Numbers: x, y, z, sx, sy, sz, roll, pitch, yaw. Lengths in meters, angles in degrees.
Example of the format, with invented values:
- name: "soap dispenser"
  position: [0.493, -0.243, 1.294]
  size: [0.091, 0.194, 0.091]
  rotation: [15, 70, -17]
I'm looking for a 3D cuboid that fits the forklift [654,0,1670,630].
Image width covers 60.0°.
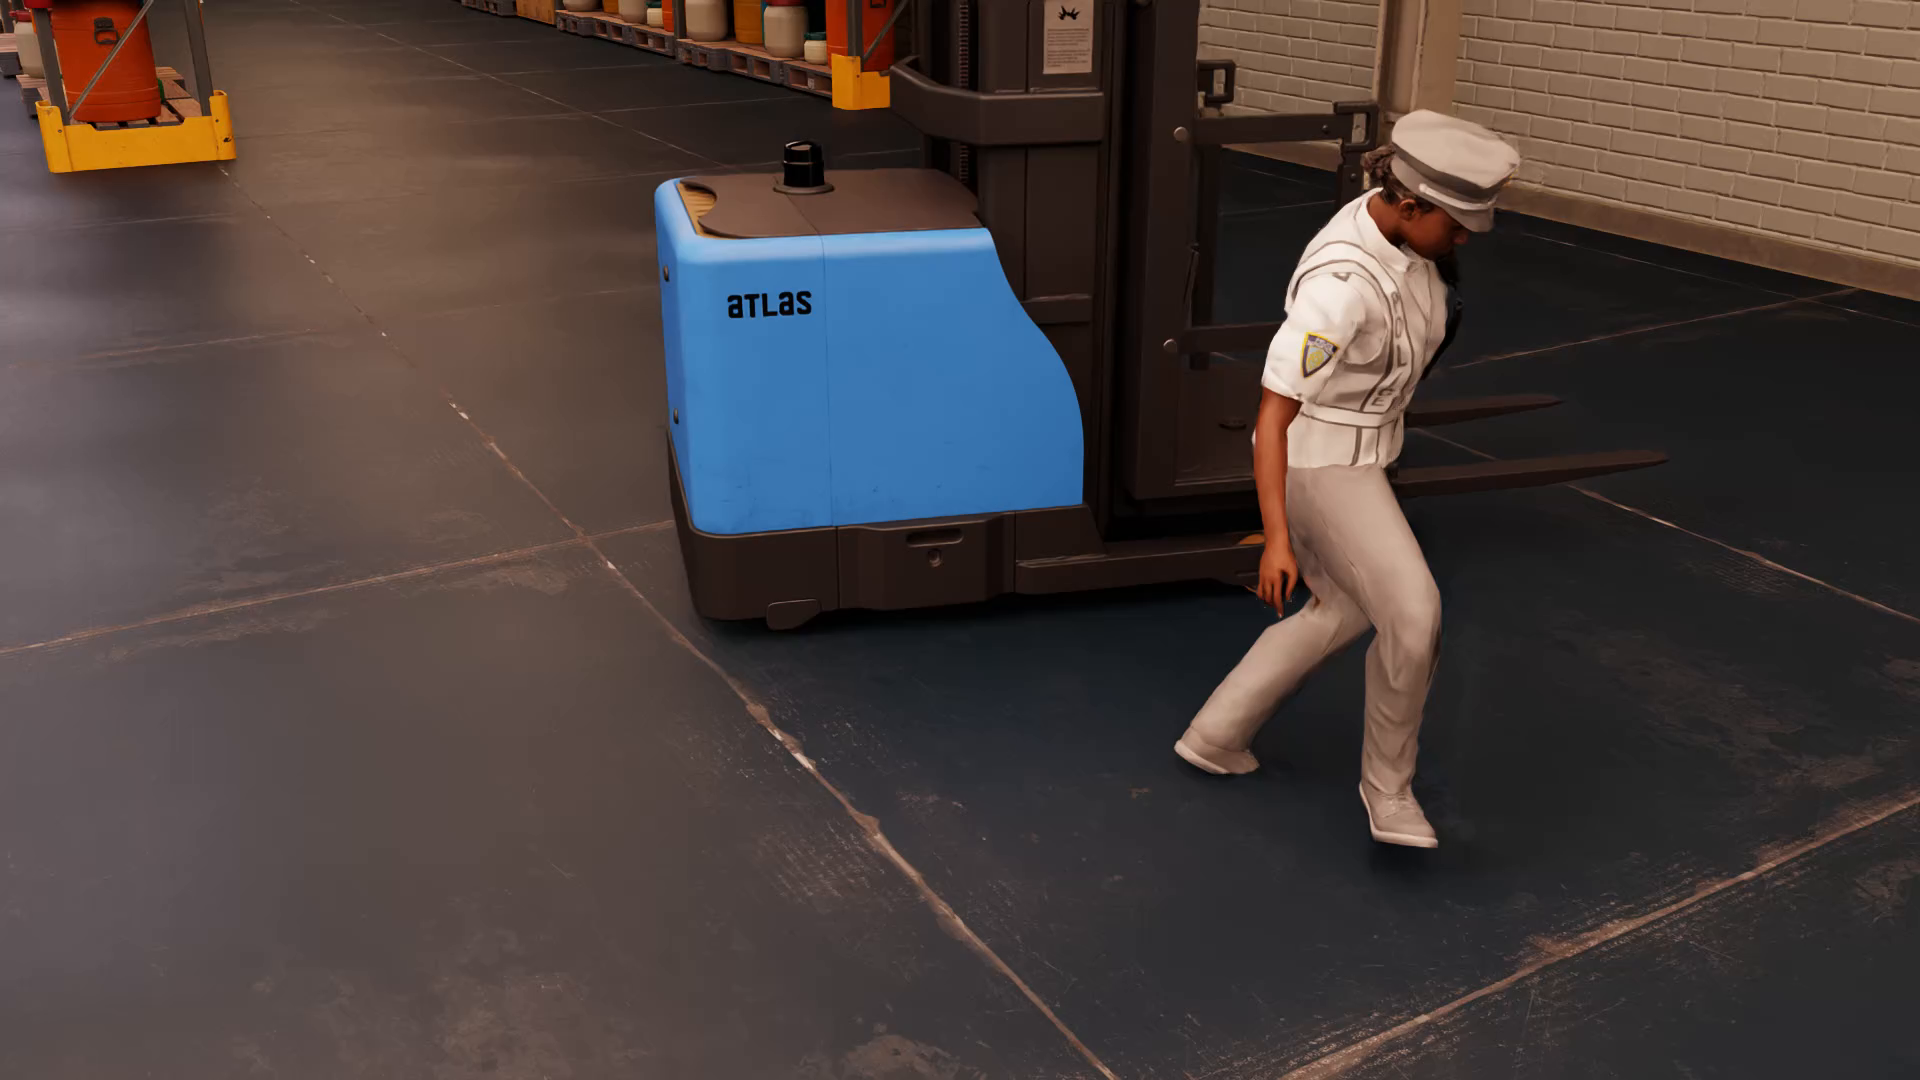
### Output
- name: "forklift"
  position: [0.659, -1.393, 4.669]
  size: [3.031, 2.935, 1.130]
  rotation: [-5, 23, -12]

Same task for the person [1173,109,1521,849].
- name: "person"
  position: [0.880, -0.156, 3.638]
  size: [0.634, 1.580, 1.116]
  rotation: [11, 25, 24]
